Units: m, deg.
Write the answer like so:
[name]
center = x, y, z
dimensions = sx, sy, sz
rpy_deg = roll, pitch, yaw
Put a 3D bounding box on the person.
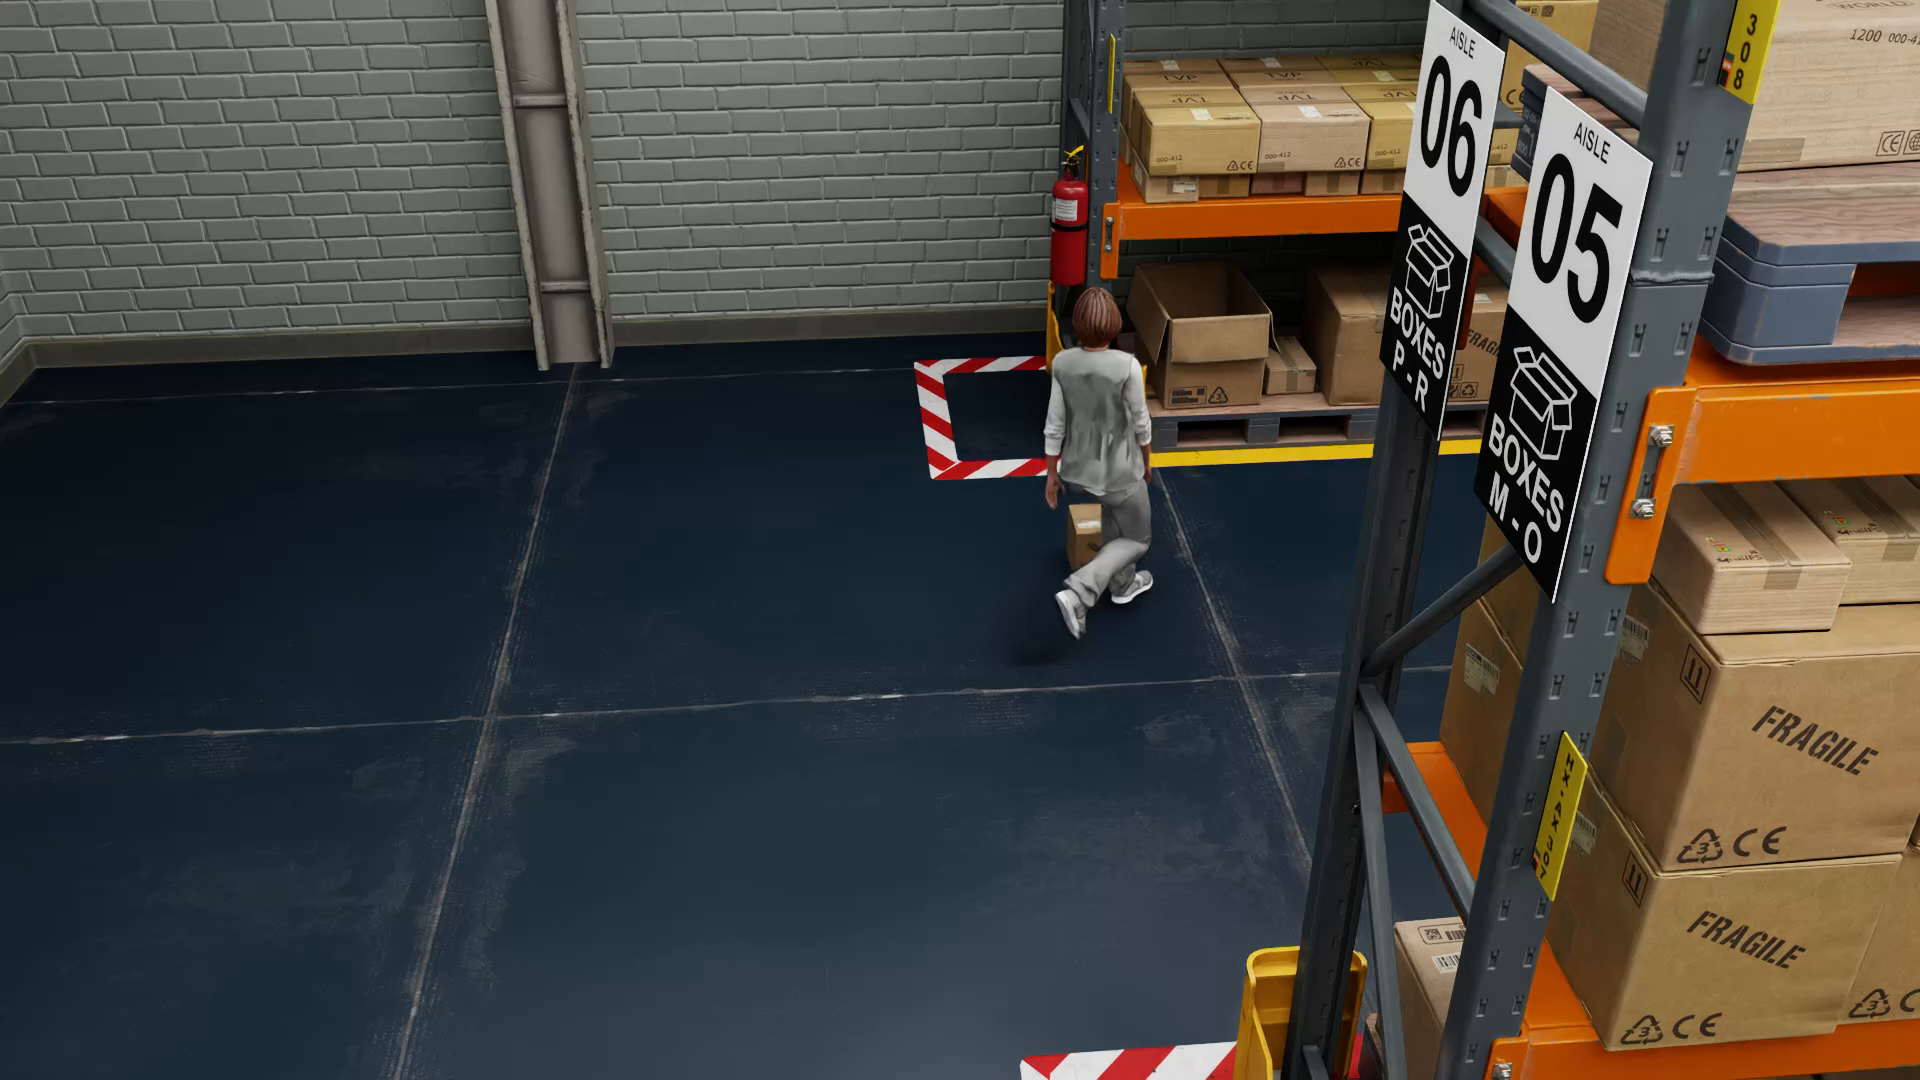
[person]
center = 0.573, -0.304, 6.711
dimensions = 0.422, 1.512, 0.799
rpy_deg = 18, 36, 26
